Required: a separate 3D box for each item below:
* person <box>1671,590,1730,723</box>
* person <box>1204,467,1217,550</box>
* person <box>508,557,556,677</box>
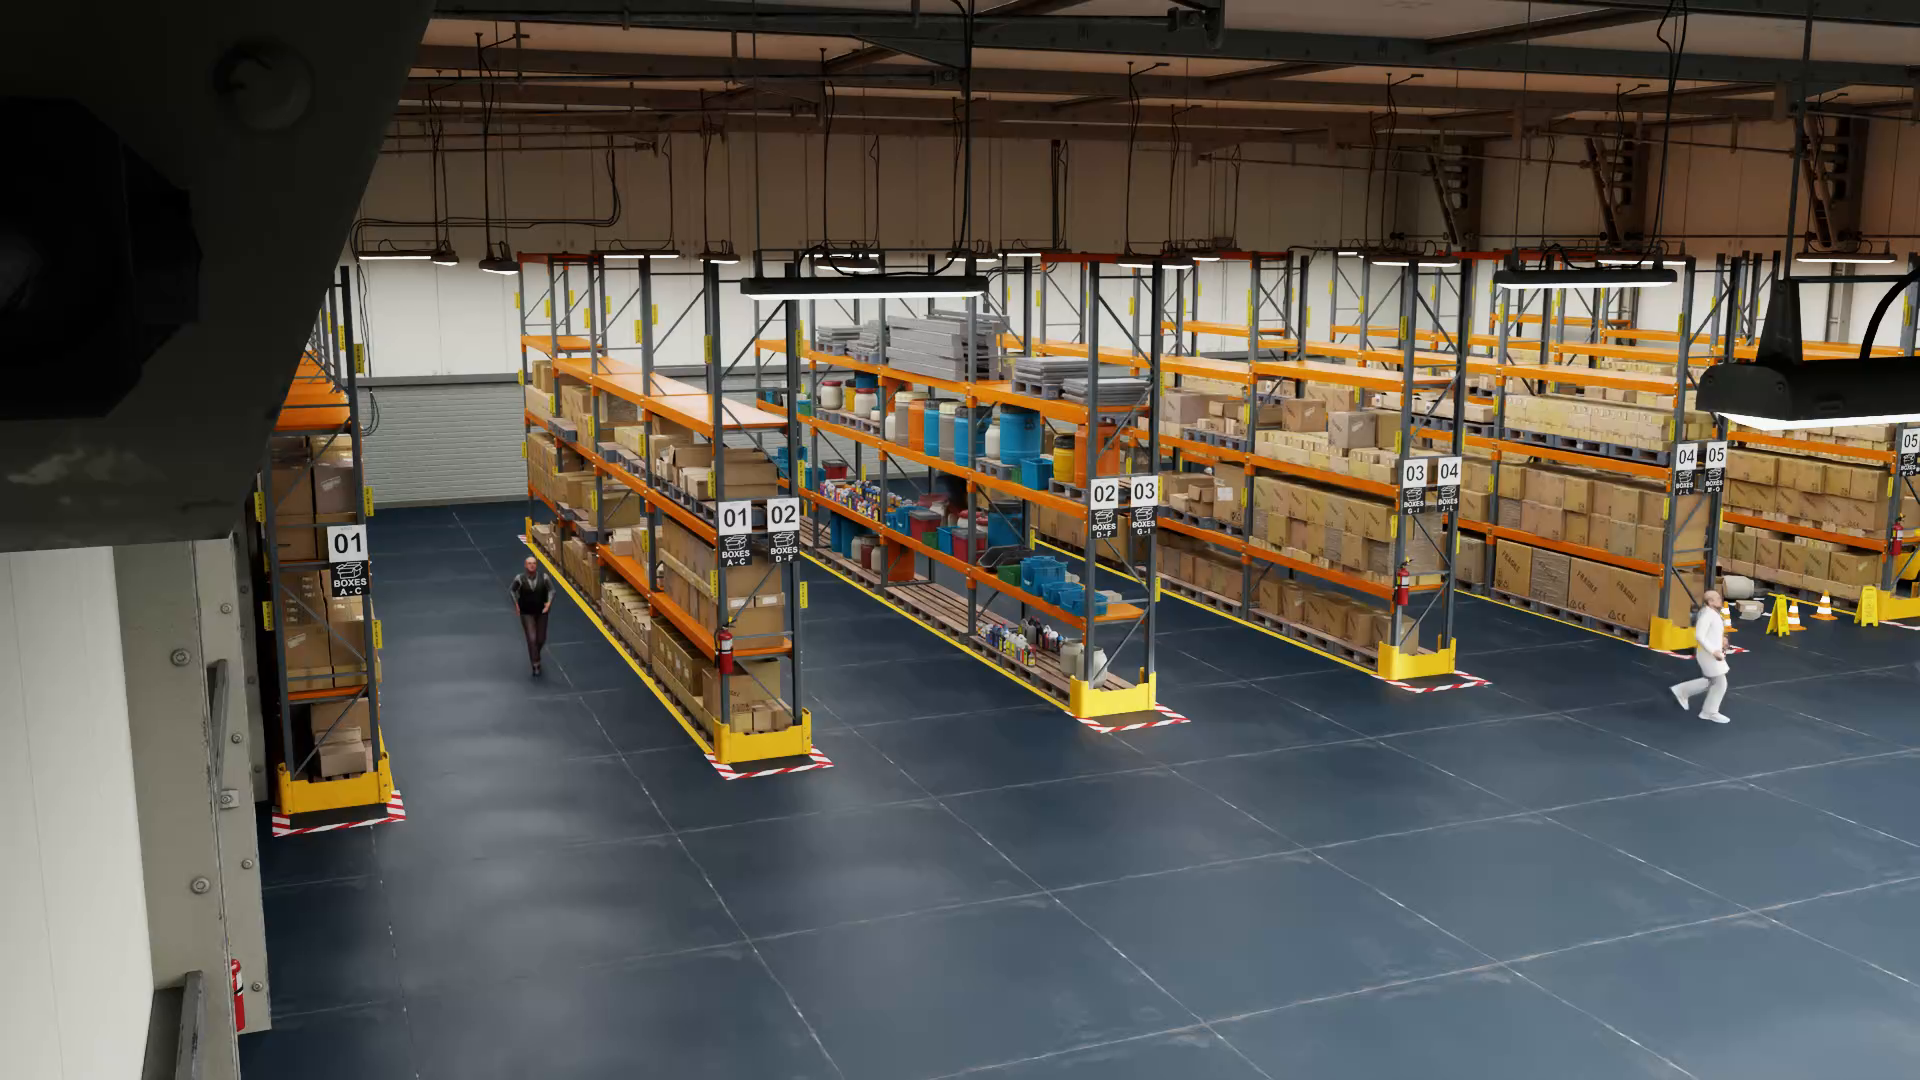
[{"bbox_3d":[9.821,1.518,21.946,0.744,1.762,0.707,4,11,22],"label":"person"},{"bbox_3d":[5.059,-0.665,34.121,0.611,1.672,0.755,-6,12,-29],"label":"person"},{"bbox_3d":[-6.271,1.082,24.452,0.673,1.720,0.849,-4,11,-23],"label":"person"}]
